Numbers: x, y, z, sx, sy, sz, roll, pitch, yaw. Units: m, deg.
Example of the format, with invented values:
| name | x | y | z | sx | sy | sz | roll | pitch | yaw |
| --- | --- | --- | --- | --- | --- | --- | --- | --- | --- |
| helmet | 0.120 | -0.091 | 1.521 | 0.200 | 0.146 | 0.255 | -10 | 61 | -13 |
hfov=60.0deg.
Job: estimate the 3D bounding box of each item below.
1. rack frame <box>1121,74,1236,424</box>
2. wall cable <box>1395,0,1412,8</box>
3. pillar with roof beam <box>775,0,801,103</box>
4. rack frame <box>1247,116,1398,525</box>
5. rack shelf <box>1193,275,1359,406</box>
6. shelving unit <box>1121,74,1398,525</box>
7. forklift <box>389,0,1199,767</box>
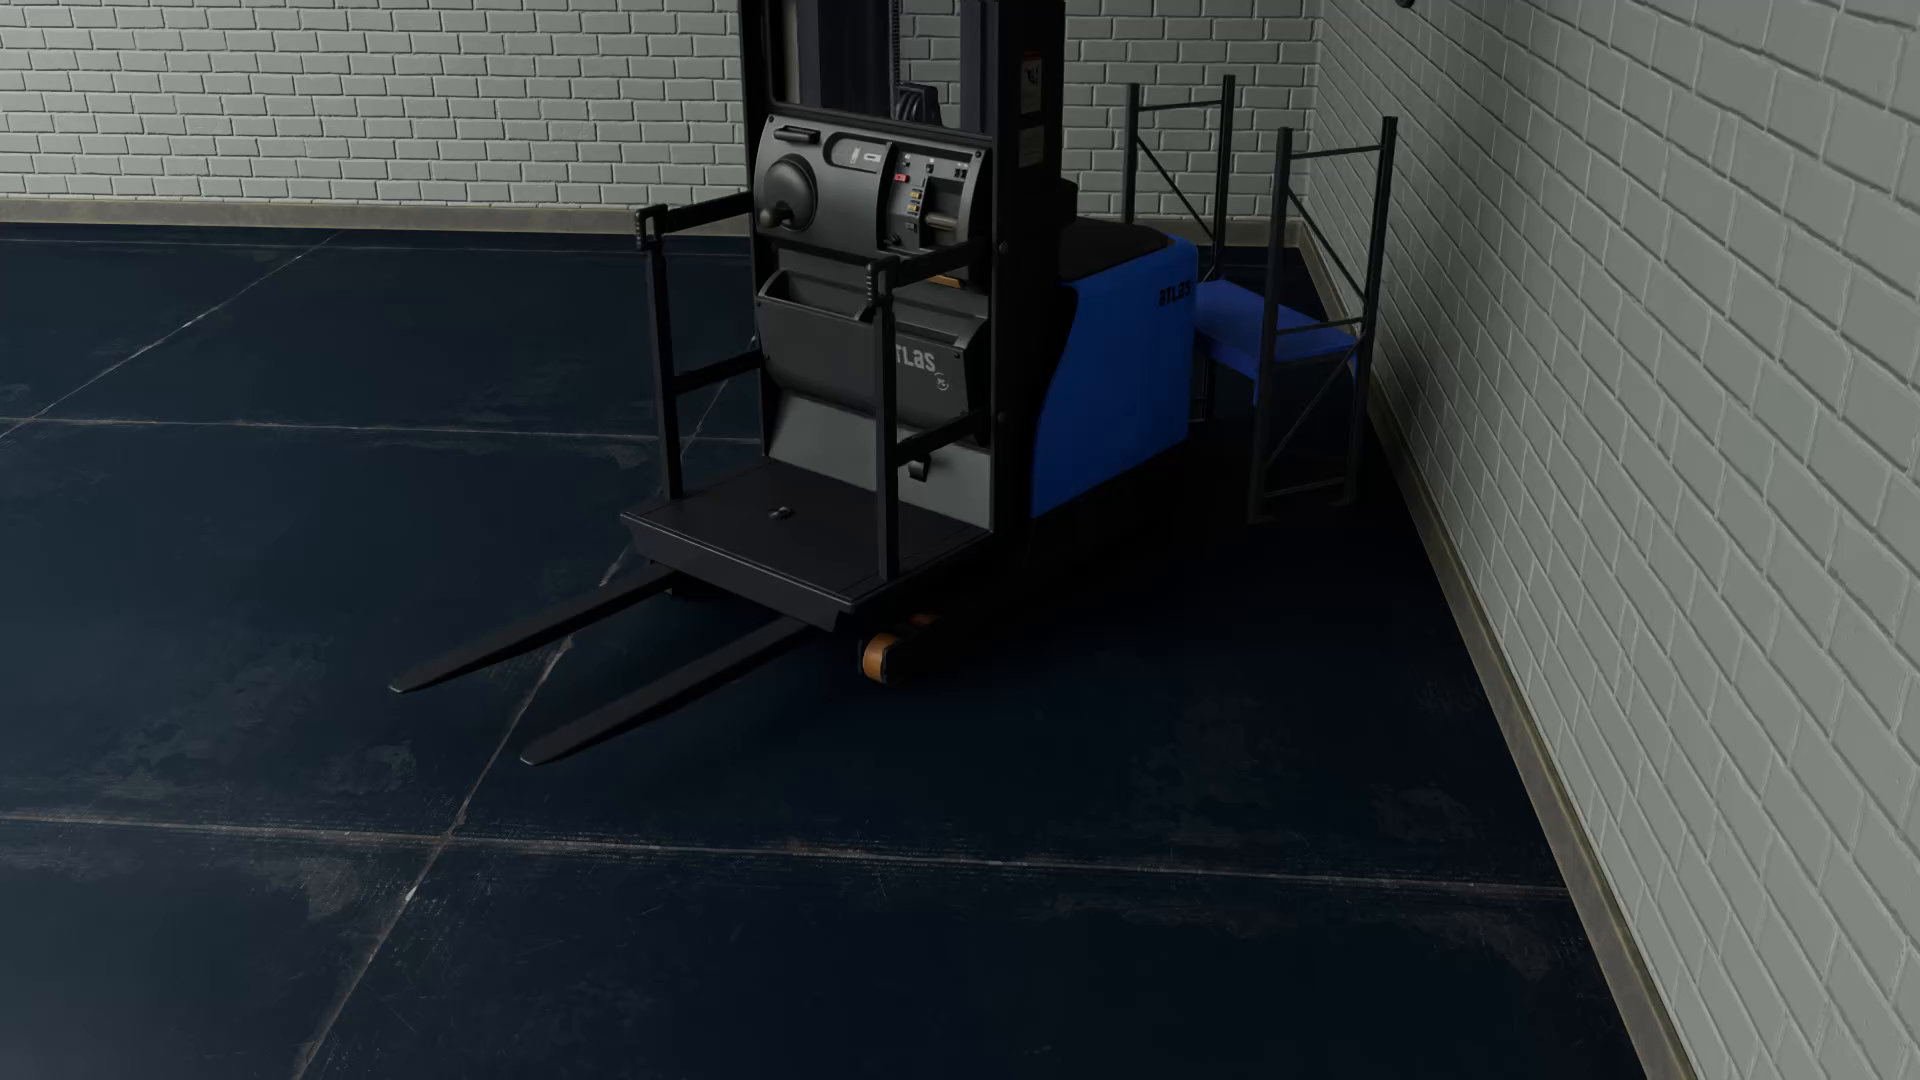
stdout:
| name | x | y | z | sx | sy | sz | roll | pitch | yaw |
| --- | --- | --- | --- | --- | --- | --- | --- | --- | --- |
| rack frame | 0.893 | -1.173 | 7.005 | 0.500 | 1.500 | 0.032 | -11 | 27 | -23 |
| wall cable | 1.926 | -3.858 | 7.584 | 0.112 | 2.526 | 3.097 | 2 | 25 | 4 |
| pillar with roof beam | -1.240 | -4.120 | 4.439 | 0.400 | 9.000 | 9.100 | 2 | 25 | 4 |
| rack frame | 1.336 | -0.790 | 6.174 | 0.500 | 1.500 | 0.032 | -11 | 27 | -23 |
| rack shelf | 1.114 | -0.818 | 6.665 | 0.538 | 0.185 | 1.000 | -11 | 27 | -23 |
| shelving unit | 1.114 | -0.982 | 6.589 | 0.538 | 1.500 | 1.048 | -11 | 27 | -23 |
| forklift | -0.434 | -1.108 | 5.151 | 1.130 | 2.935 | 3.031 | 19 | 31 | 35 |
